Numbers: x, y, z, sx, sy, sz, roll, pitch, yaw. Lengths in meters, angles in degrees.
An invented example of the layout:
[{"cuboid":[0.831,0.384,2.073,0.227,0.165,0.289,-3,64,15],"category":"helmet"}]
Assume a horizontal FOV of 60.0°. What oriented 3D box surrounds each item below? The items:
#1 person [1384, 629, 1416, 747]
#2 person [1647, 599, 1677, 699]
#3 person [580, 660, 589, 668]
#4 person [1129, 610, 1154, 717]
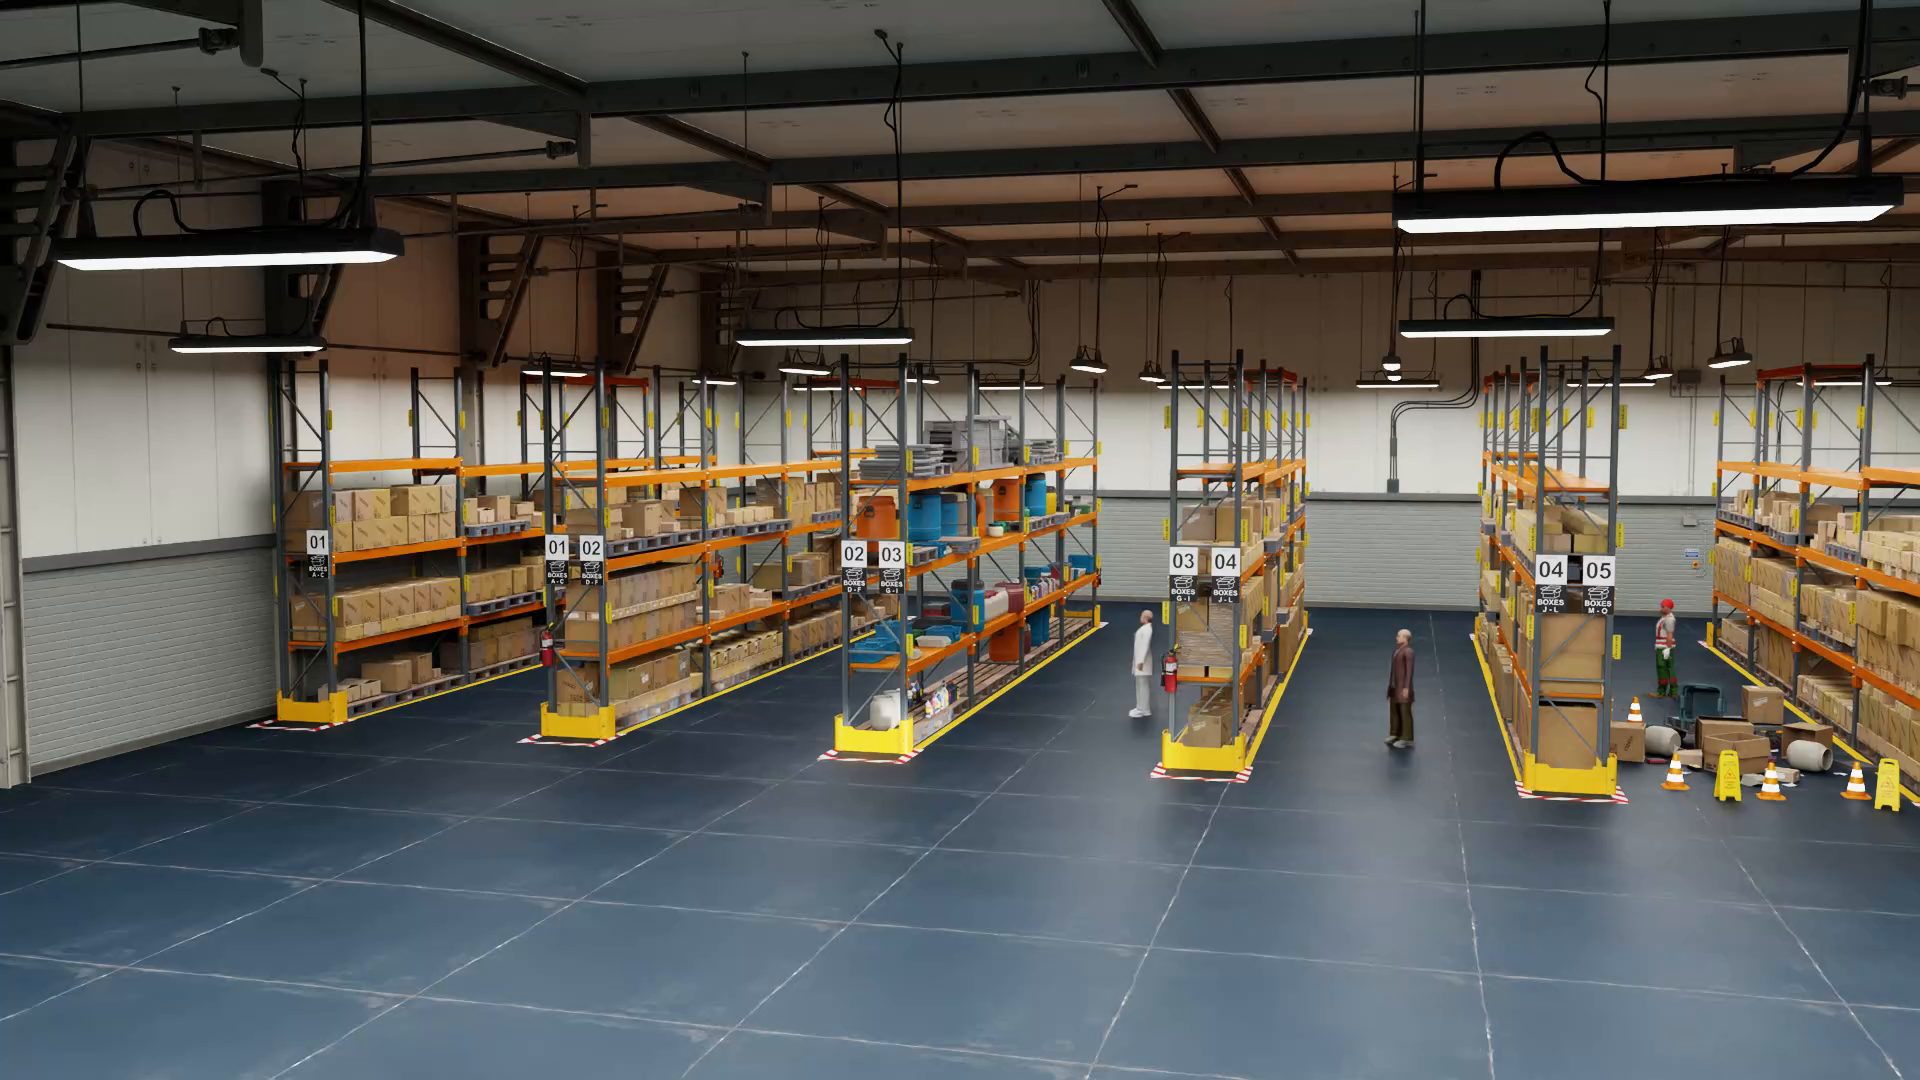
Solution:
[{"cuboid":[6.764,2.273,25.593,0.394,1.772,0.613,-1,4,-15],"category":"person"},{"cuboid":[12.719,1.958,30.018,0.451,1.798,0.572,4,5,41],"category":"person"},{"cuboid":[-6.986,1.909,31.882,0.537,1.670,0.659,3,5,40],"category":"person"},{"cuboid":[3.076,2.080,28.287,0.507,1.780,0.582,-1,4,-9],"category":"person"}]
